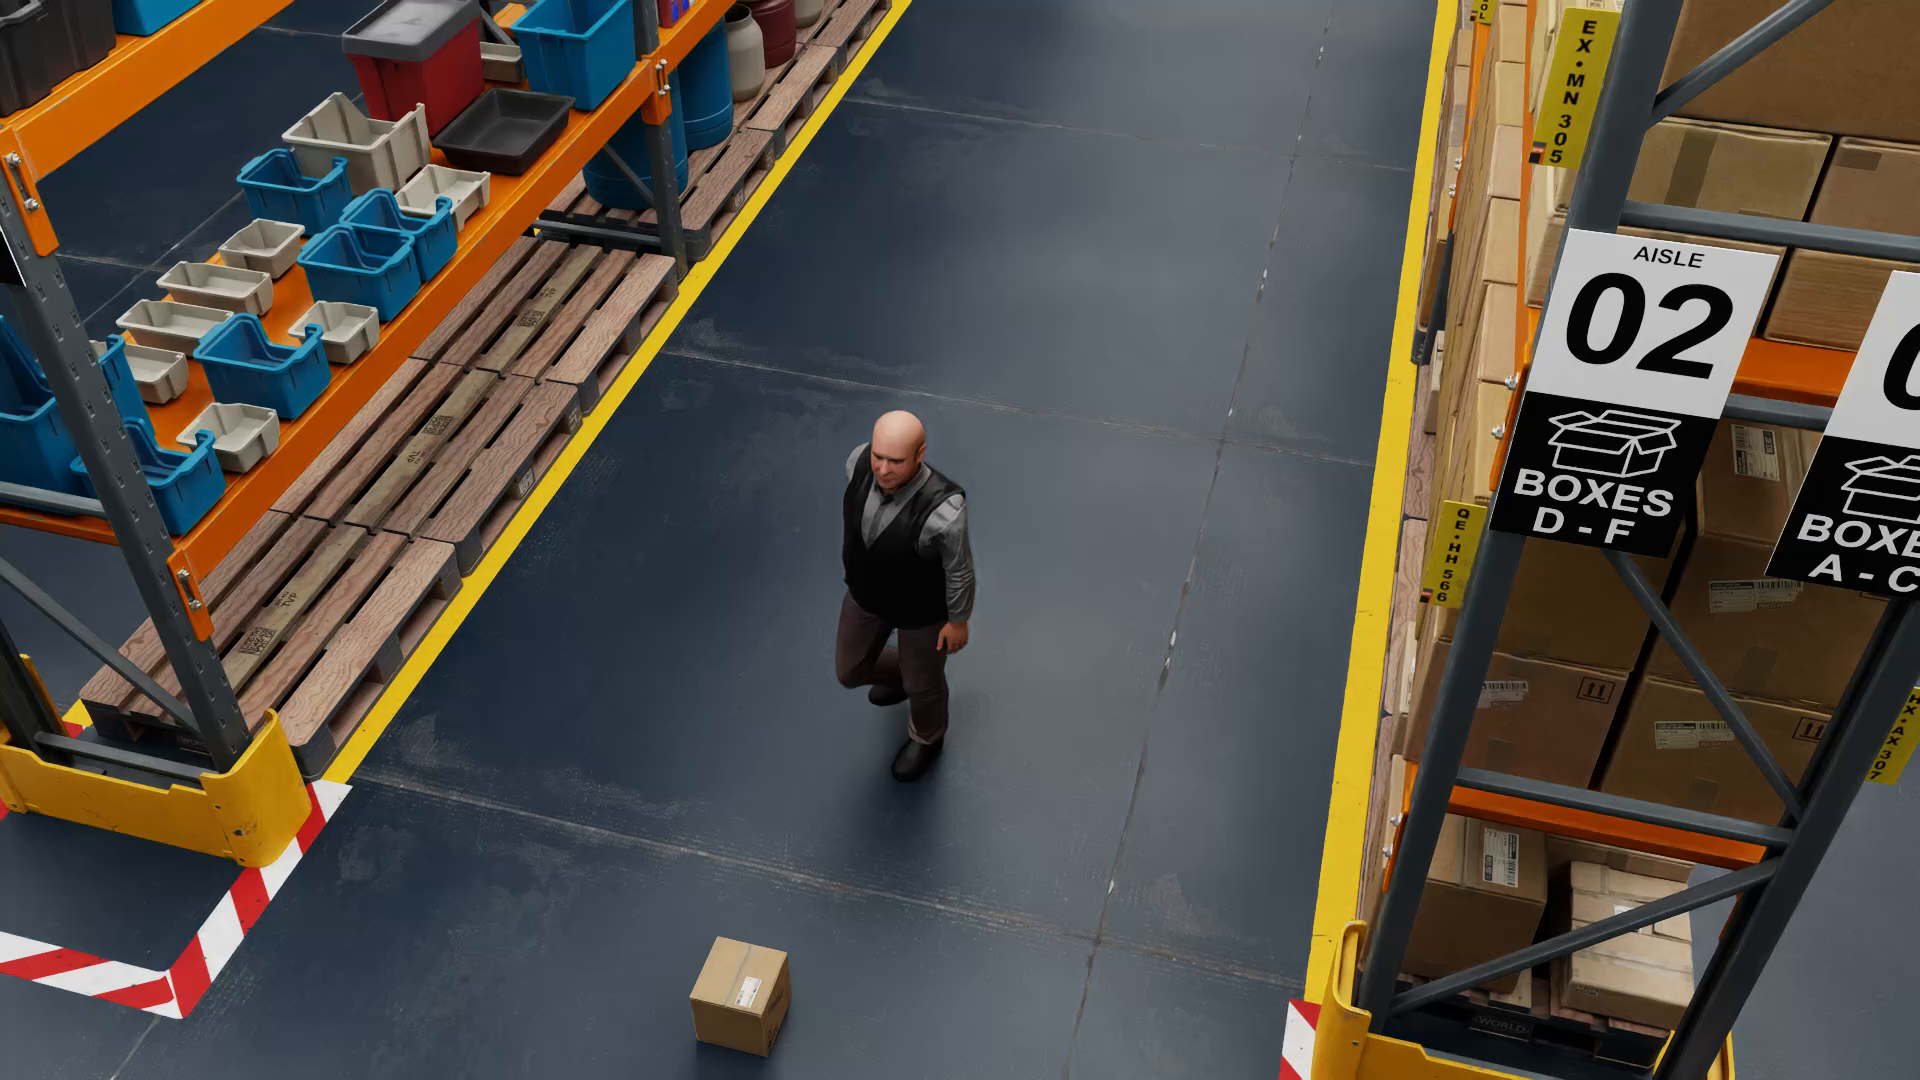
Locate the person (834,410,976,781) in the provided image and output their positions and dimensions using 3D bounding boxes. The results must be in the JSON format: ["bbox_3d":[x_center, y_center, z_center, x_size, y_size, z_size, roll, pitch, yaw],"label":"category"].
[{"bbox_3d":[-0.164,0.179,5.957,0.579,1.715,0.492,26,47,27],"label":"person"}]
